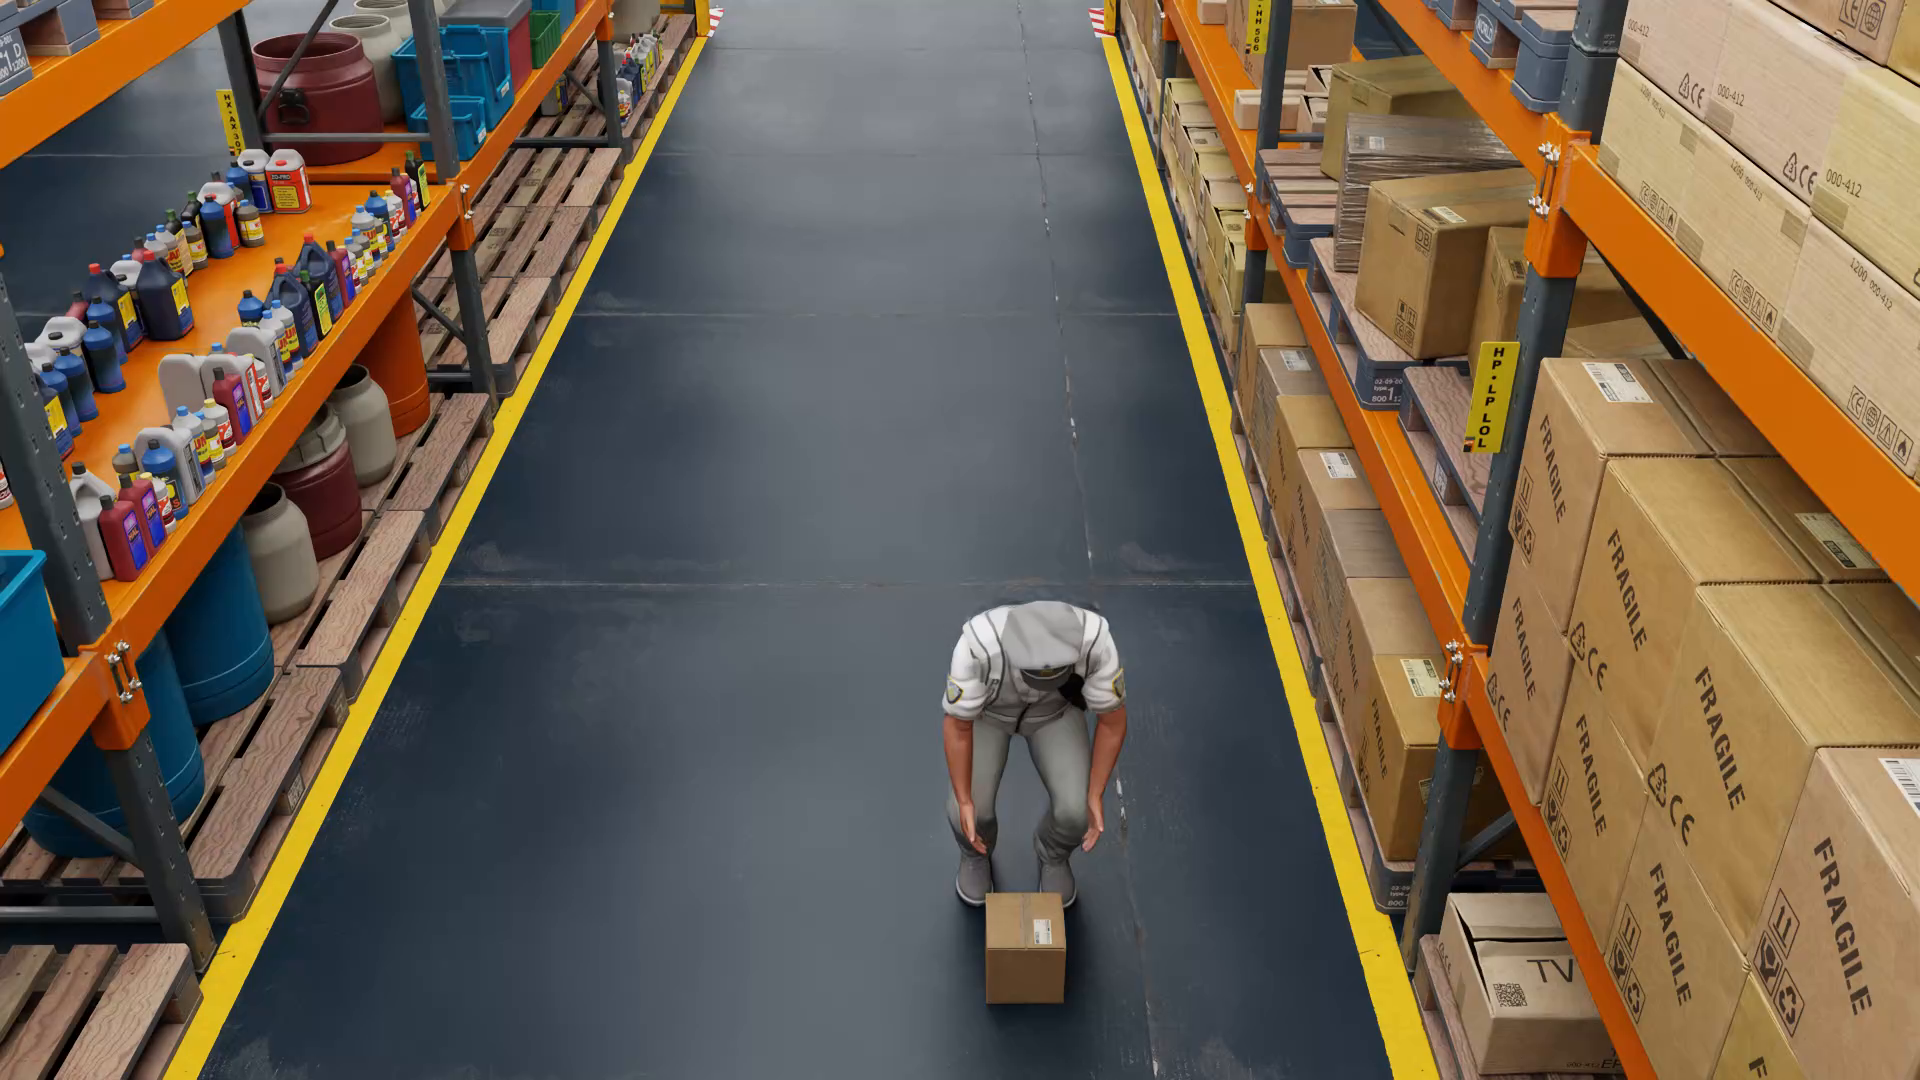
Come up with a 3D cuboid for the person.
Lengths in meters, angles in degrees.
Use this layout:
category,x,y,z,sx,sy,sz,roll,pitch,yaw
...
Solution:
category,x,y,z,sx,sy,sz,roll,pitch,yaw
person,0.237,0.648,5.455,0.589,1.351,0.841,0,31,0
